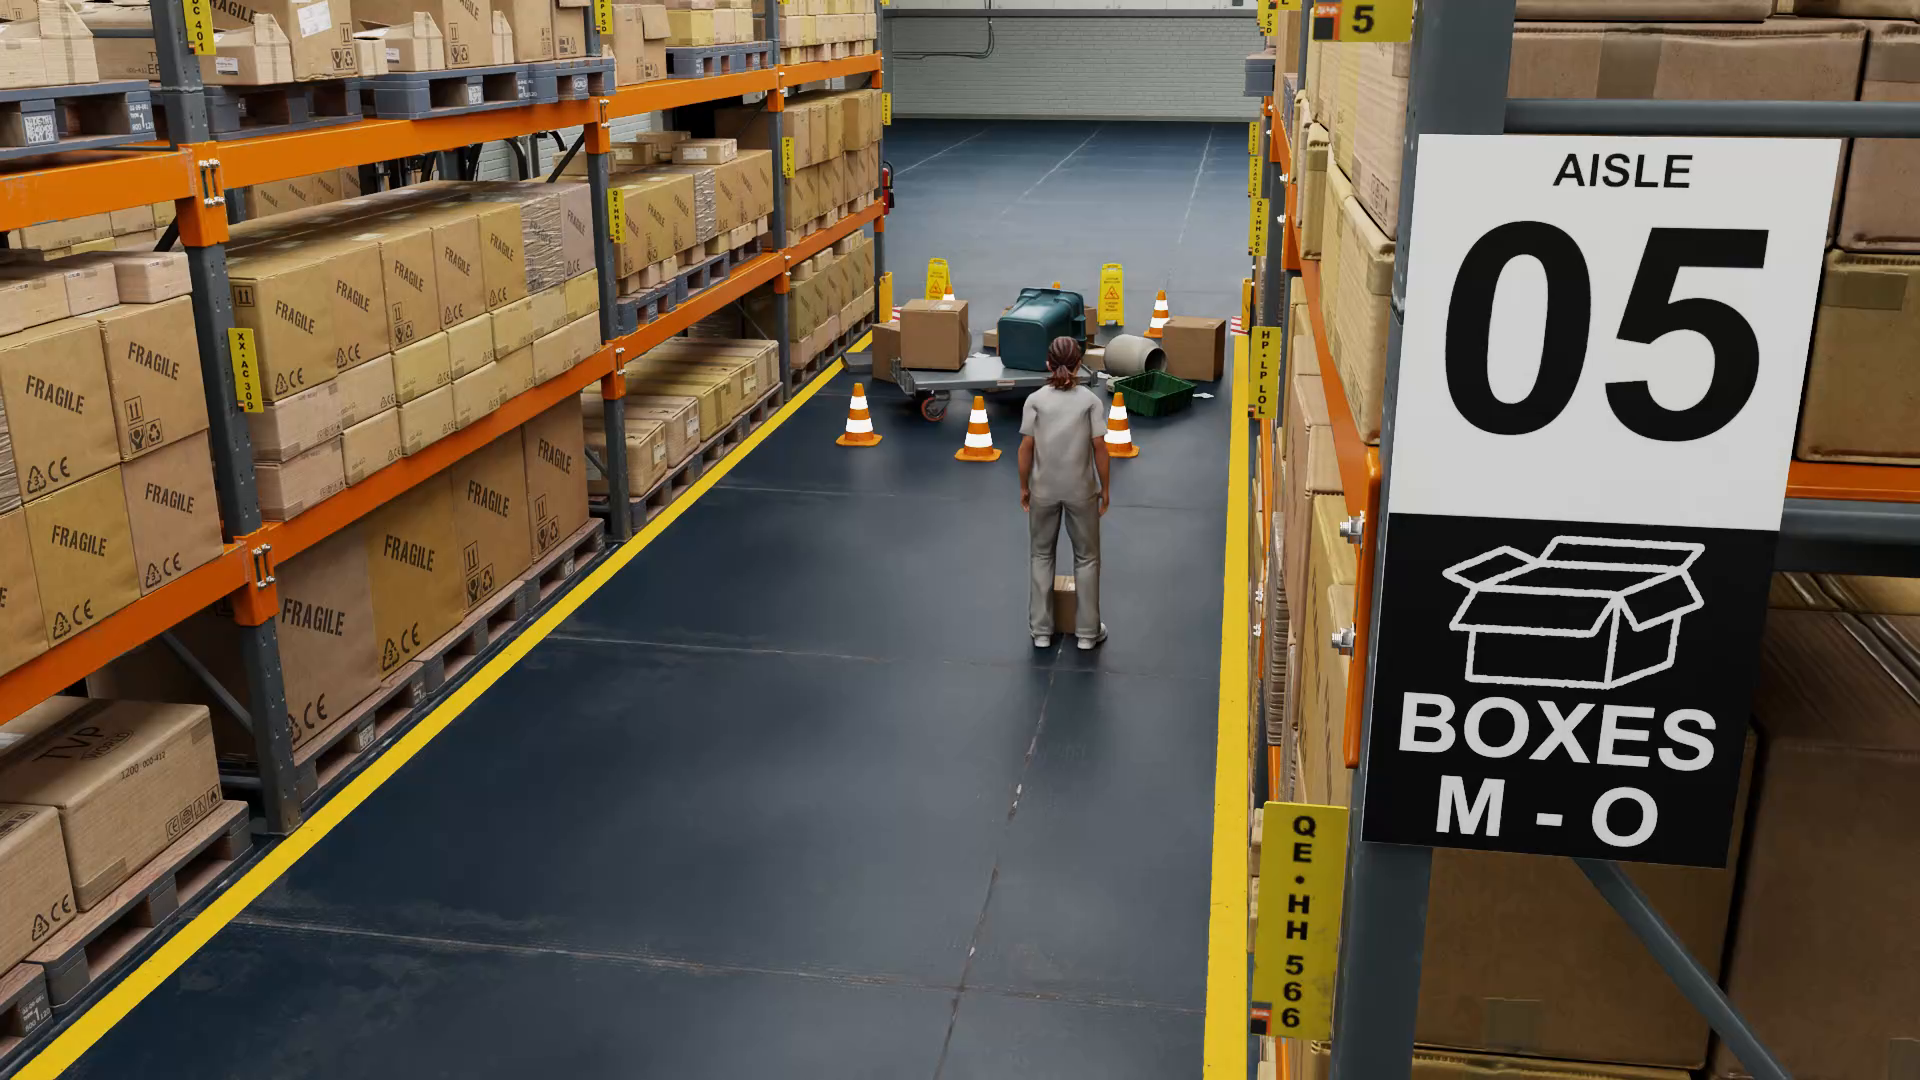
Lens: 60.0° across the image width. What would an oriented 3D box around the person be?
[{"bbox_3d":[0.551,-0.242,8.805,0.485,1.672,0.357,3,18,8],"label":"person"}]
